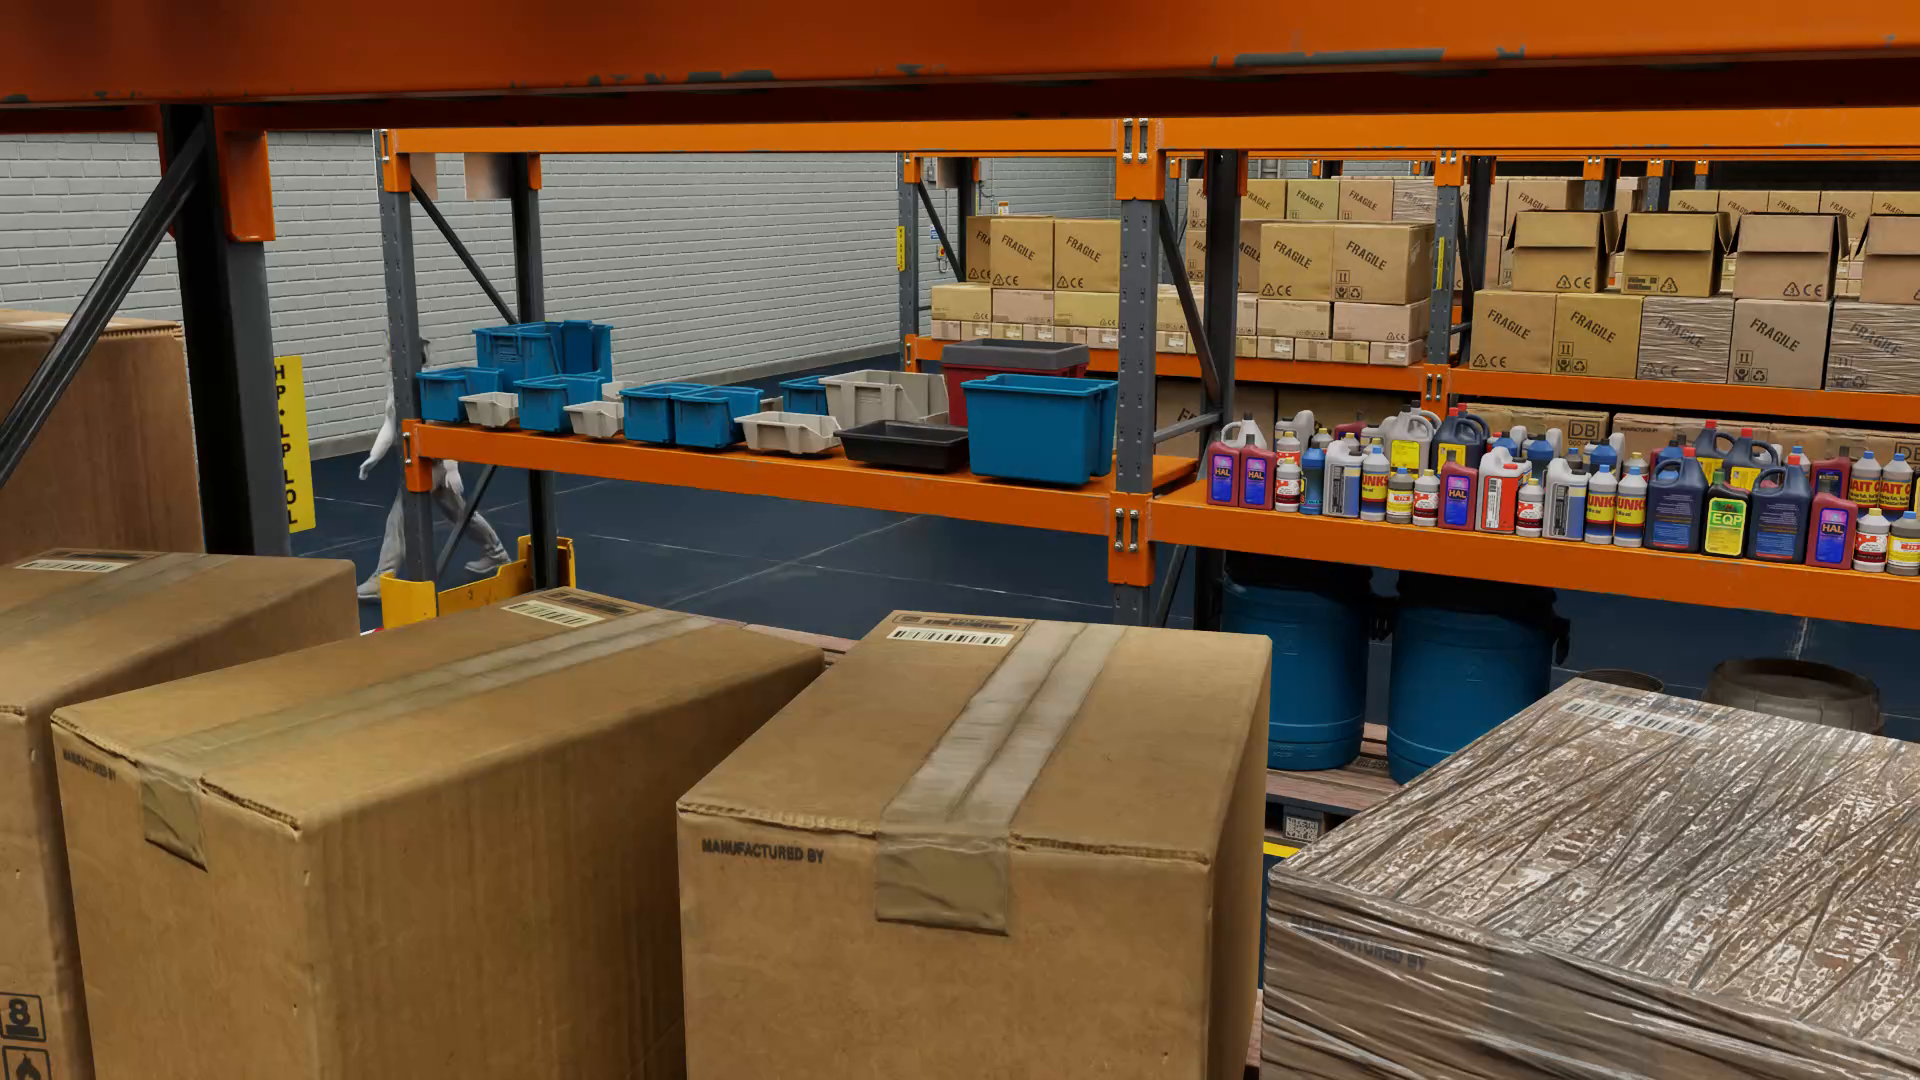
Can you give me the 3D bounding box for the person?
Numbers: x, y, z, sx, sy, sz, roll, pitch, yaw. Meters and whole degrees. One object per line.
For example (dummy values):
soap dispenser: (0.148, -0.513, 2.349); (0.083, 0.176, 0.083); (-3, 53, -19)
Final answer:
person: (-3.290, -0.484, 10.112); (1.080, 1.596, 0.526); (-9, 15, -34)
